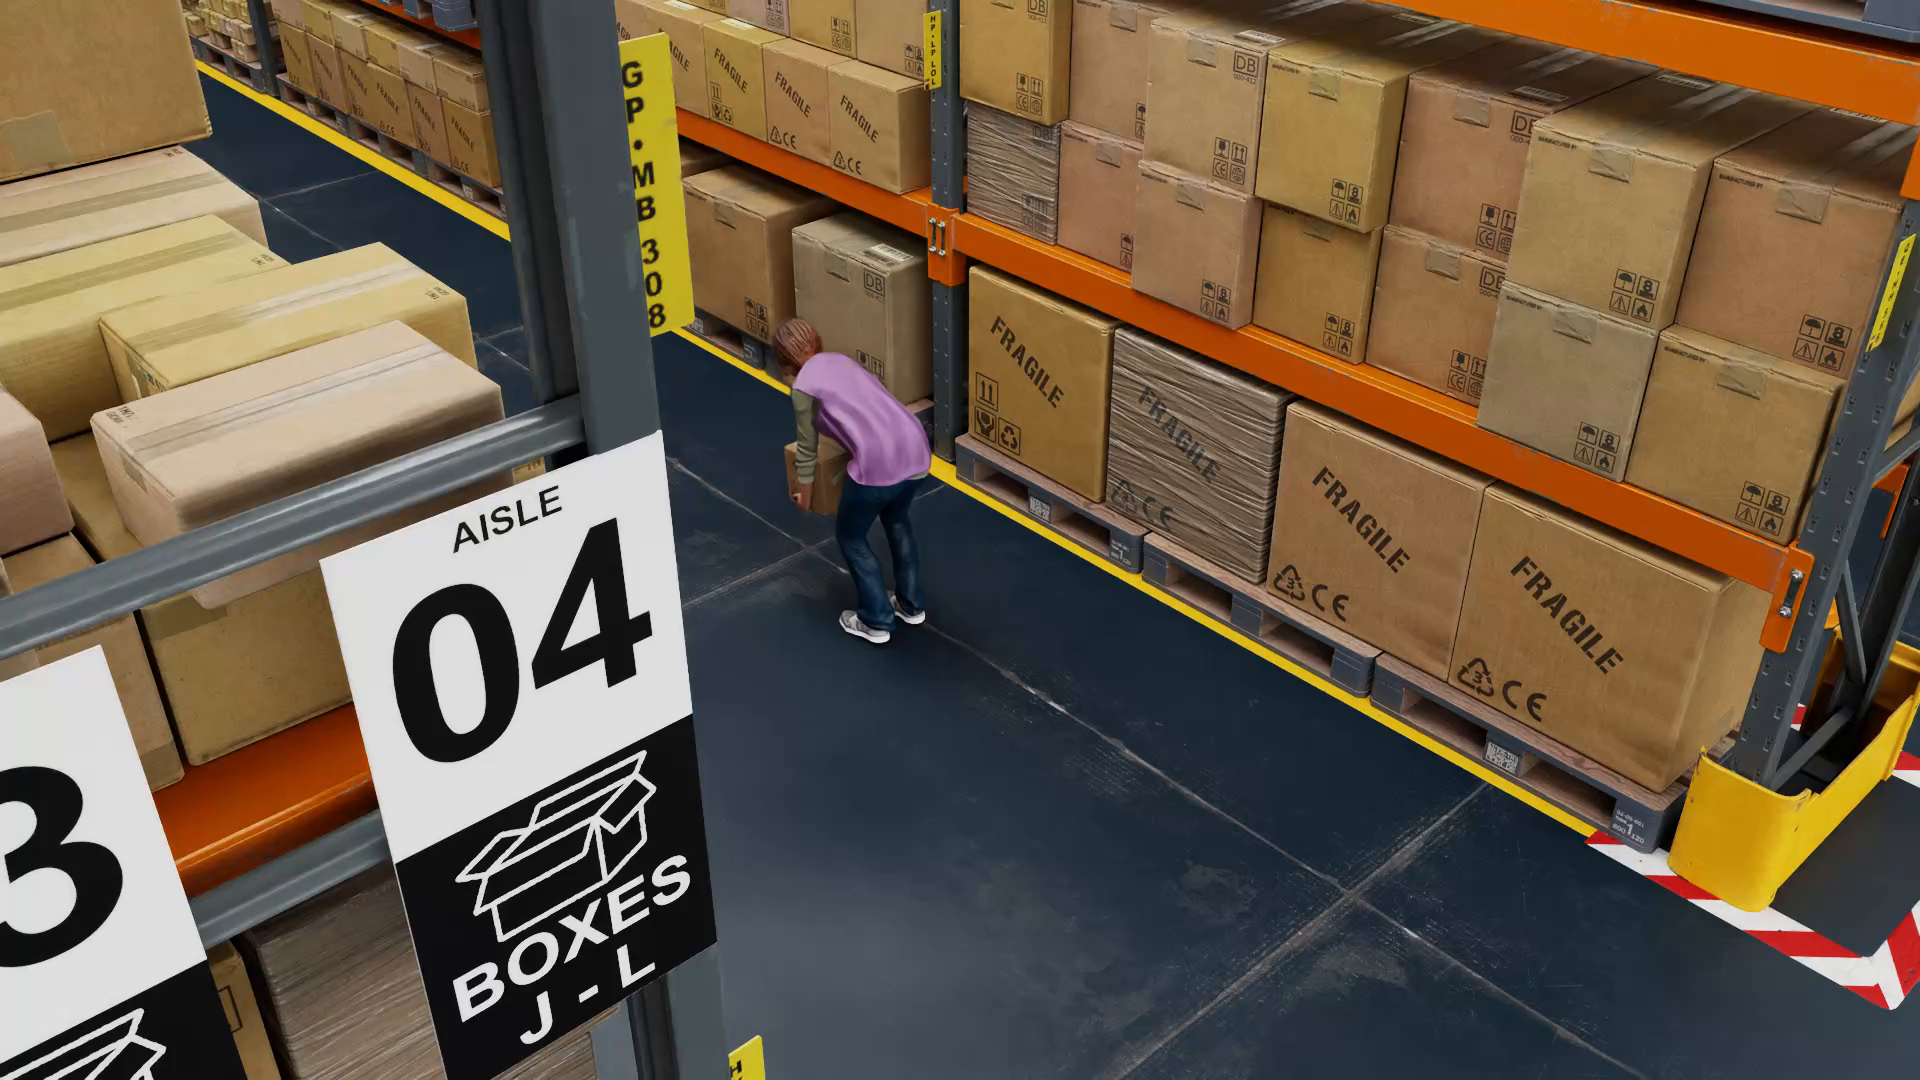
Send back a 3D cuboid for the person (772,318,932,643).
[{"bbox_3d":[-0.455,-0.241,6.868,0.380,1.240,0.810,-27,41,-36],"label":"person"}]
